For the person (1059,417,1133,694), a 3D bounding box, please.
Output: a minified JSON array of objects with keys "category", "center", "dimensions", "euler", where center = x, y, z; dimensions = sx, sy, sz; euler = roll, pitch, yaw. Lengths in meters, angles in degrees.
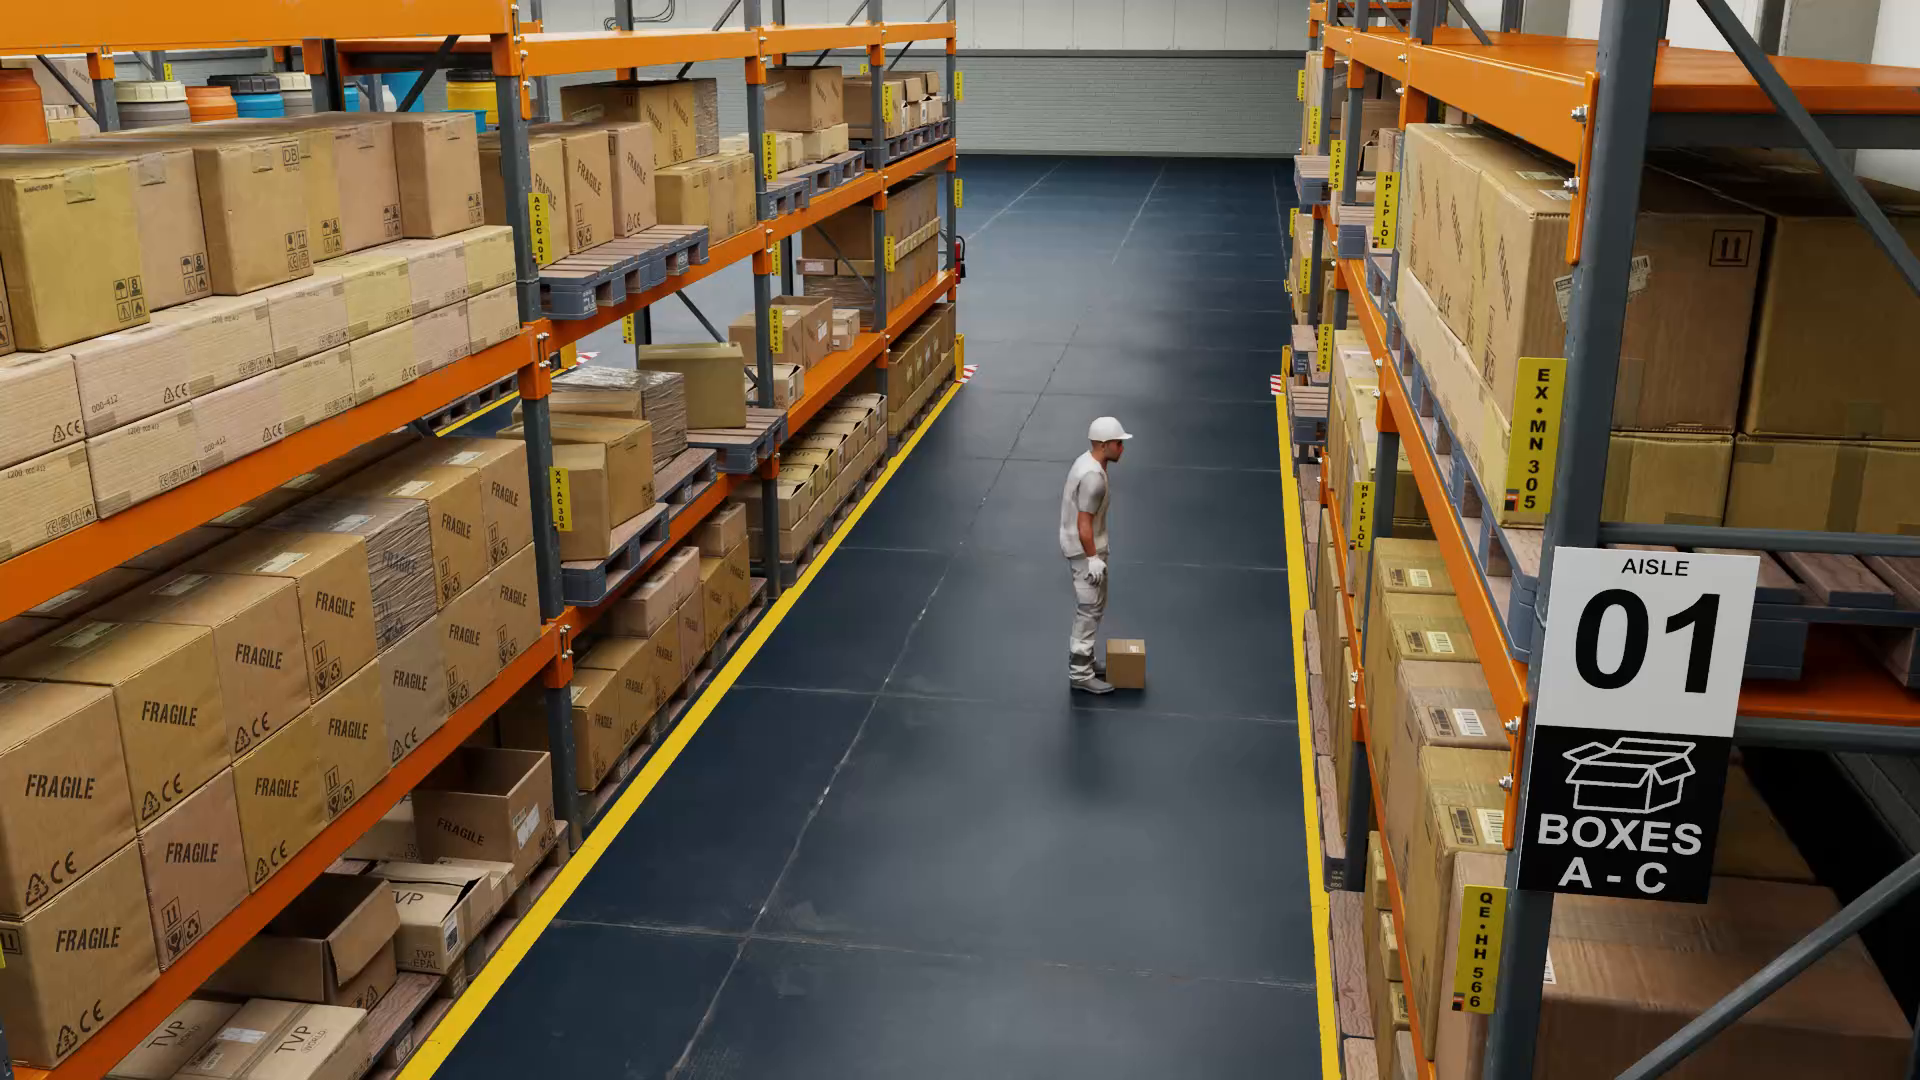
[{"category":"person","center":[0.870,0.076,10.789],"dimensions":[0.453,1.779,0.621],"euler":[2,18,7]}]
